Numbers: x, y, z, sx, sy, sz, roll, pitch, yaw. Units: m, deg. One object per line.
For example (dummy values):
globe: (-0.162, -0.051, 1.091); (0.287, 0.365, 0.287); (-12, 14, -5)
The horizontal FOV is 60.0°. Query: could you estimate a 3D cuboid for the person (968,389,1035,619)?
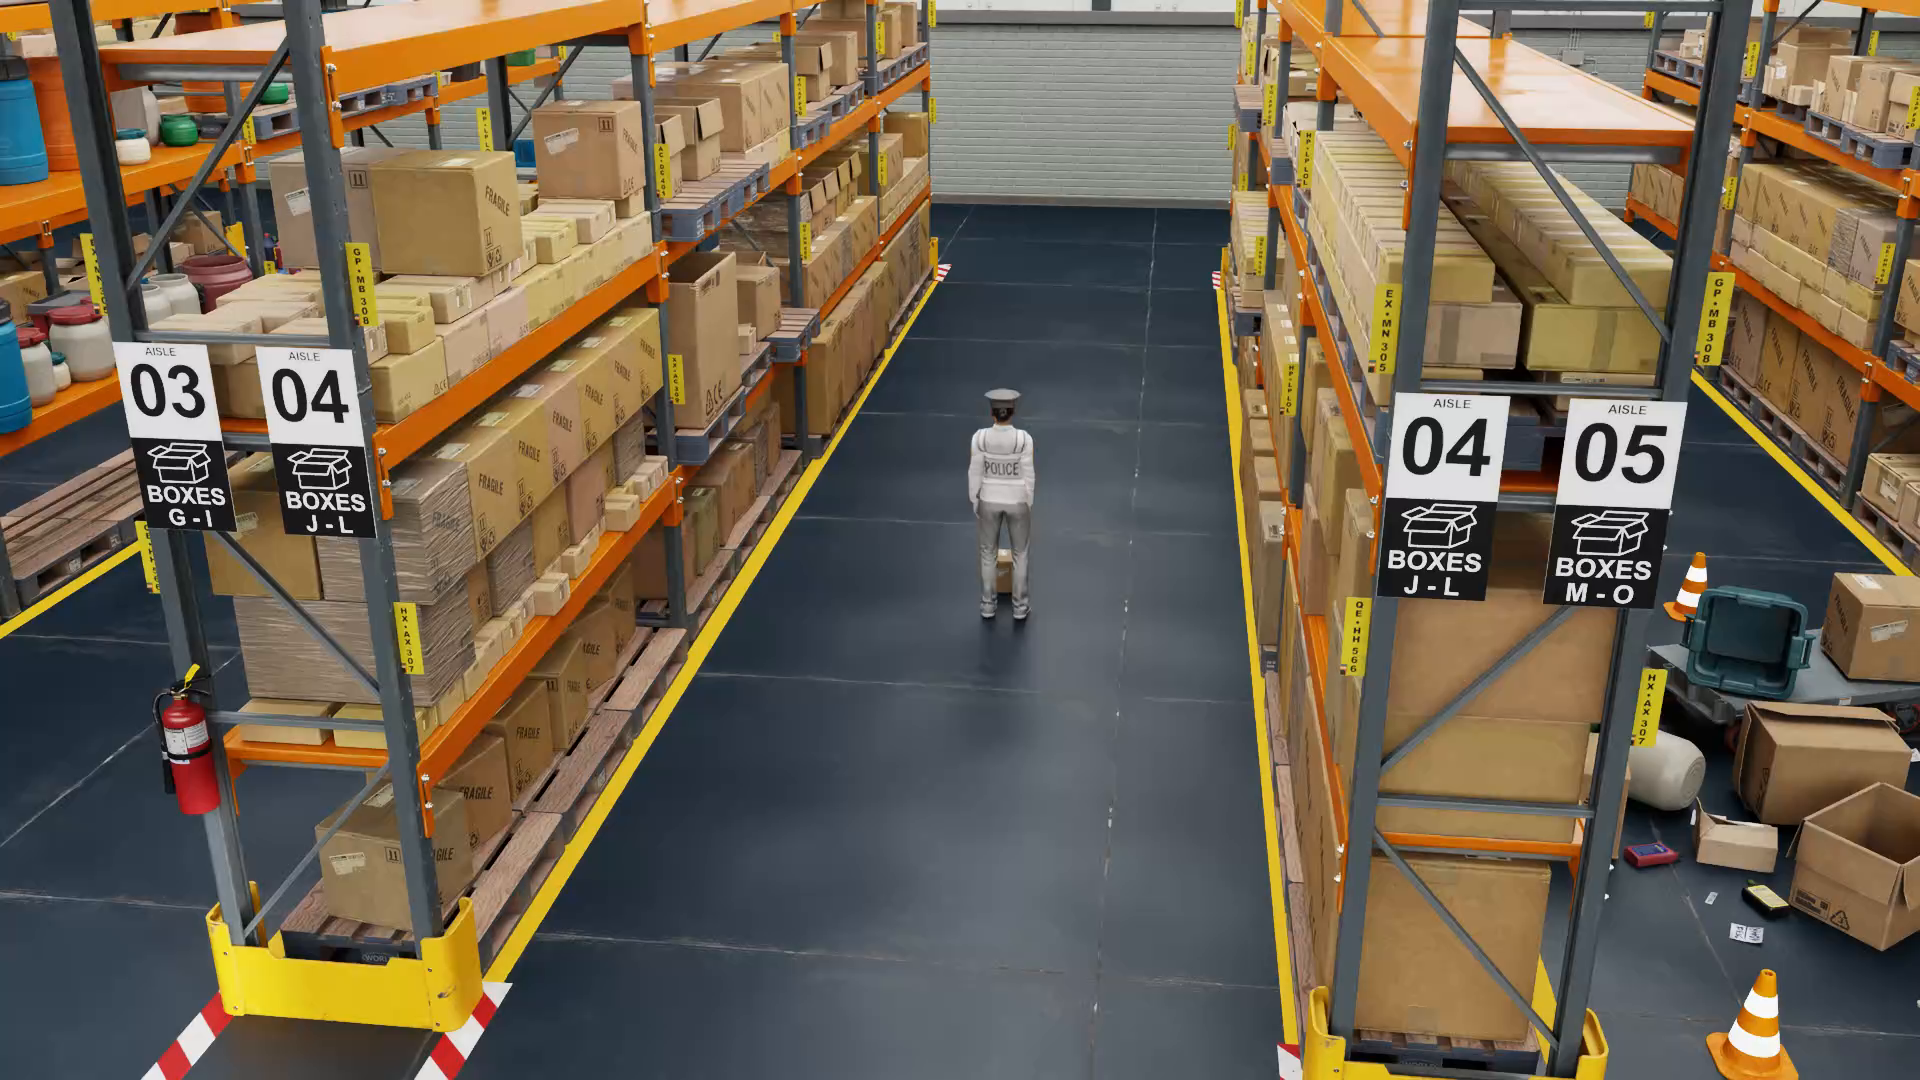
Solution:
person: (0.294, -0.248, 11.732); (0.471, 1.662, 0.327); (3, 21, 7)
